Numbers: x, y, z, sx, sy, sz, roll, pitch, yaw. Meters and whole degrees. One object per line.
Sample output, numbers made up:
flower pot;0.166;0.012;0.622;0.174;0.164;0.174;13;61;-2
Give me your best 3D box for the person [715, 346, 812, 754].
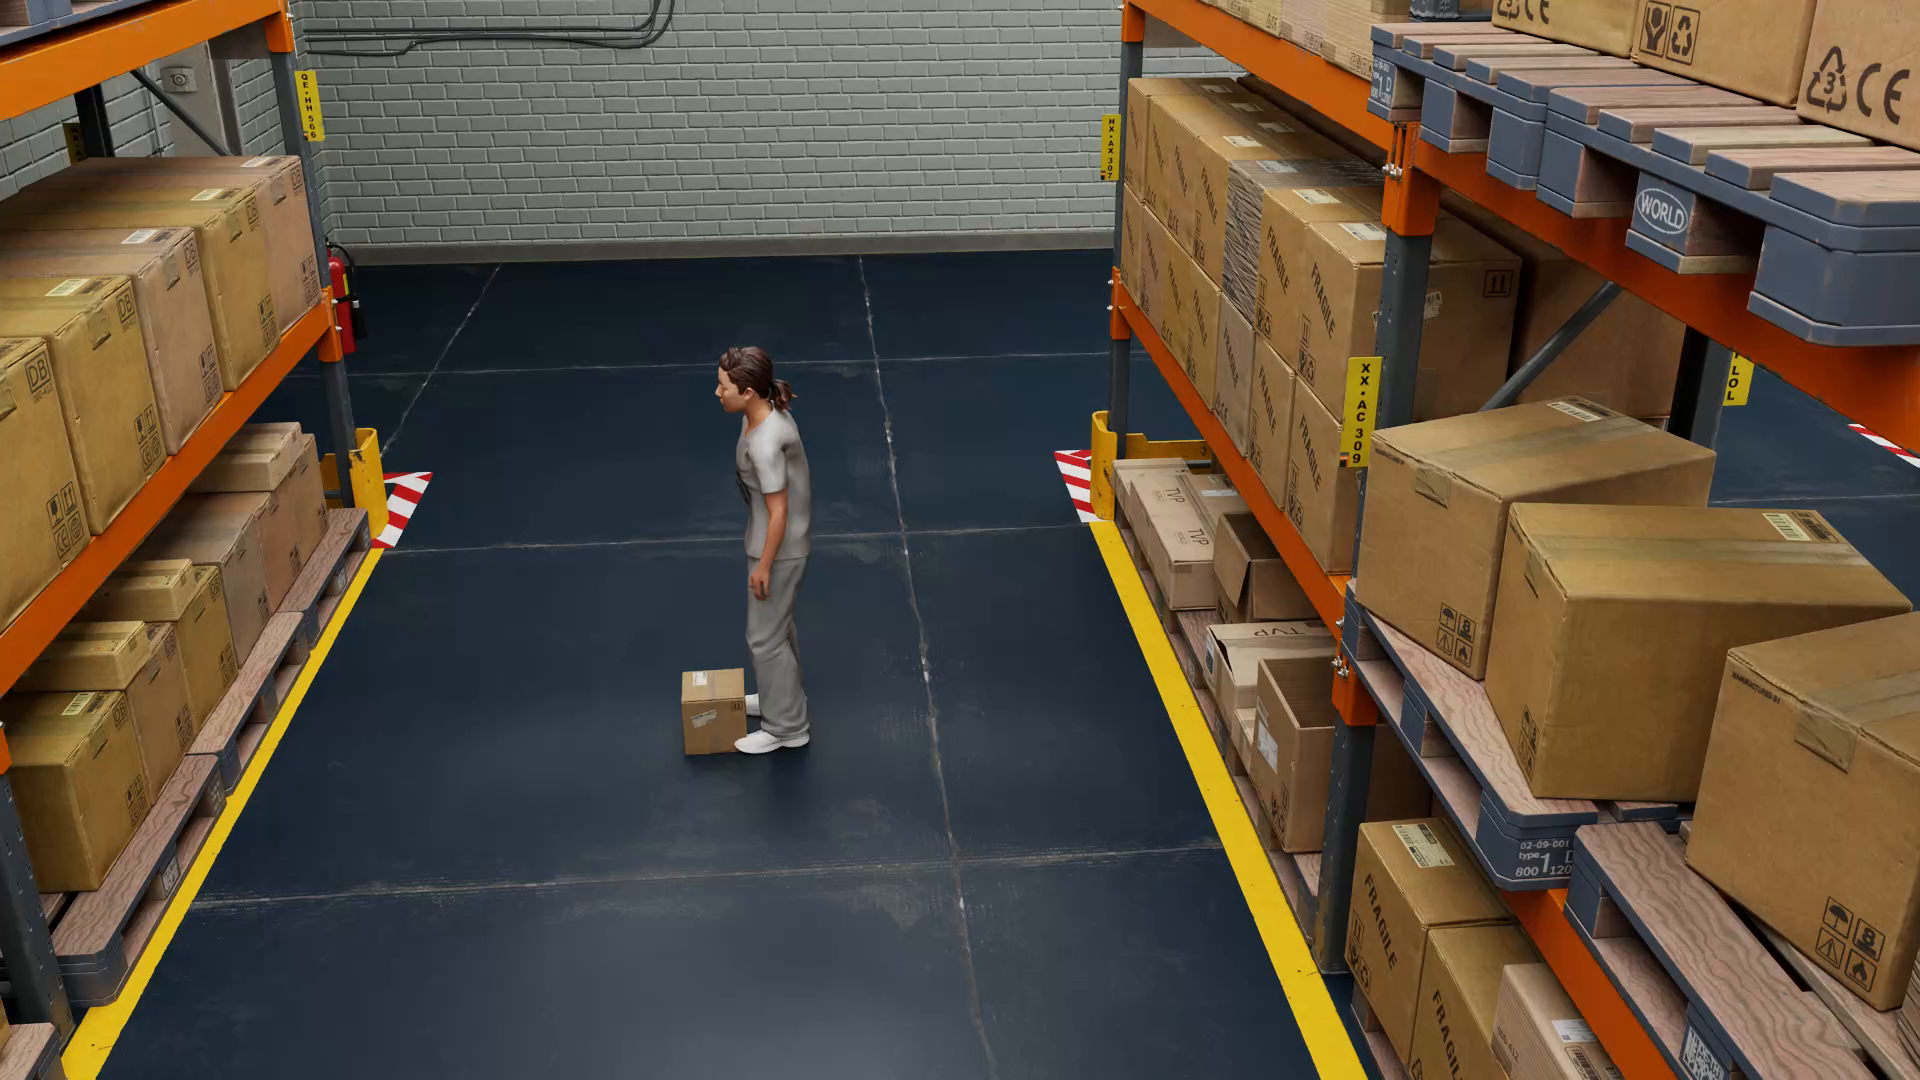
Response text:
person;-0.755;0.035;6.523;0.354;1.673;0.513;-3;24;-8
